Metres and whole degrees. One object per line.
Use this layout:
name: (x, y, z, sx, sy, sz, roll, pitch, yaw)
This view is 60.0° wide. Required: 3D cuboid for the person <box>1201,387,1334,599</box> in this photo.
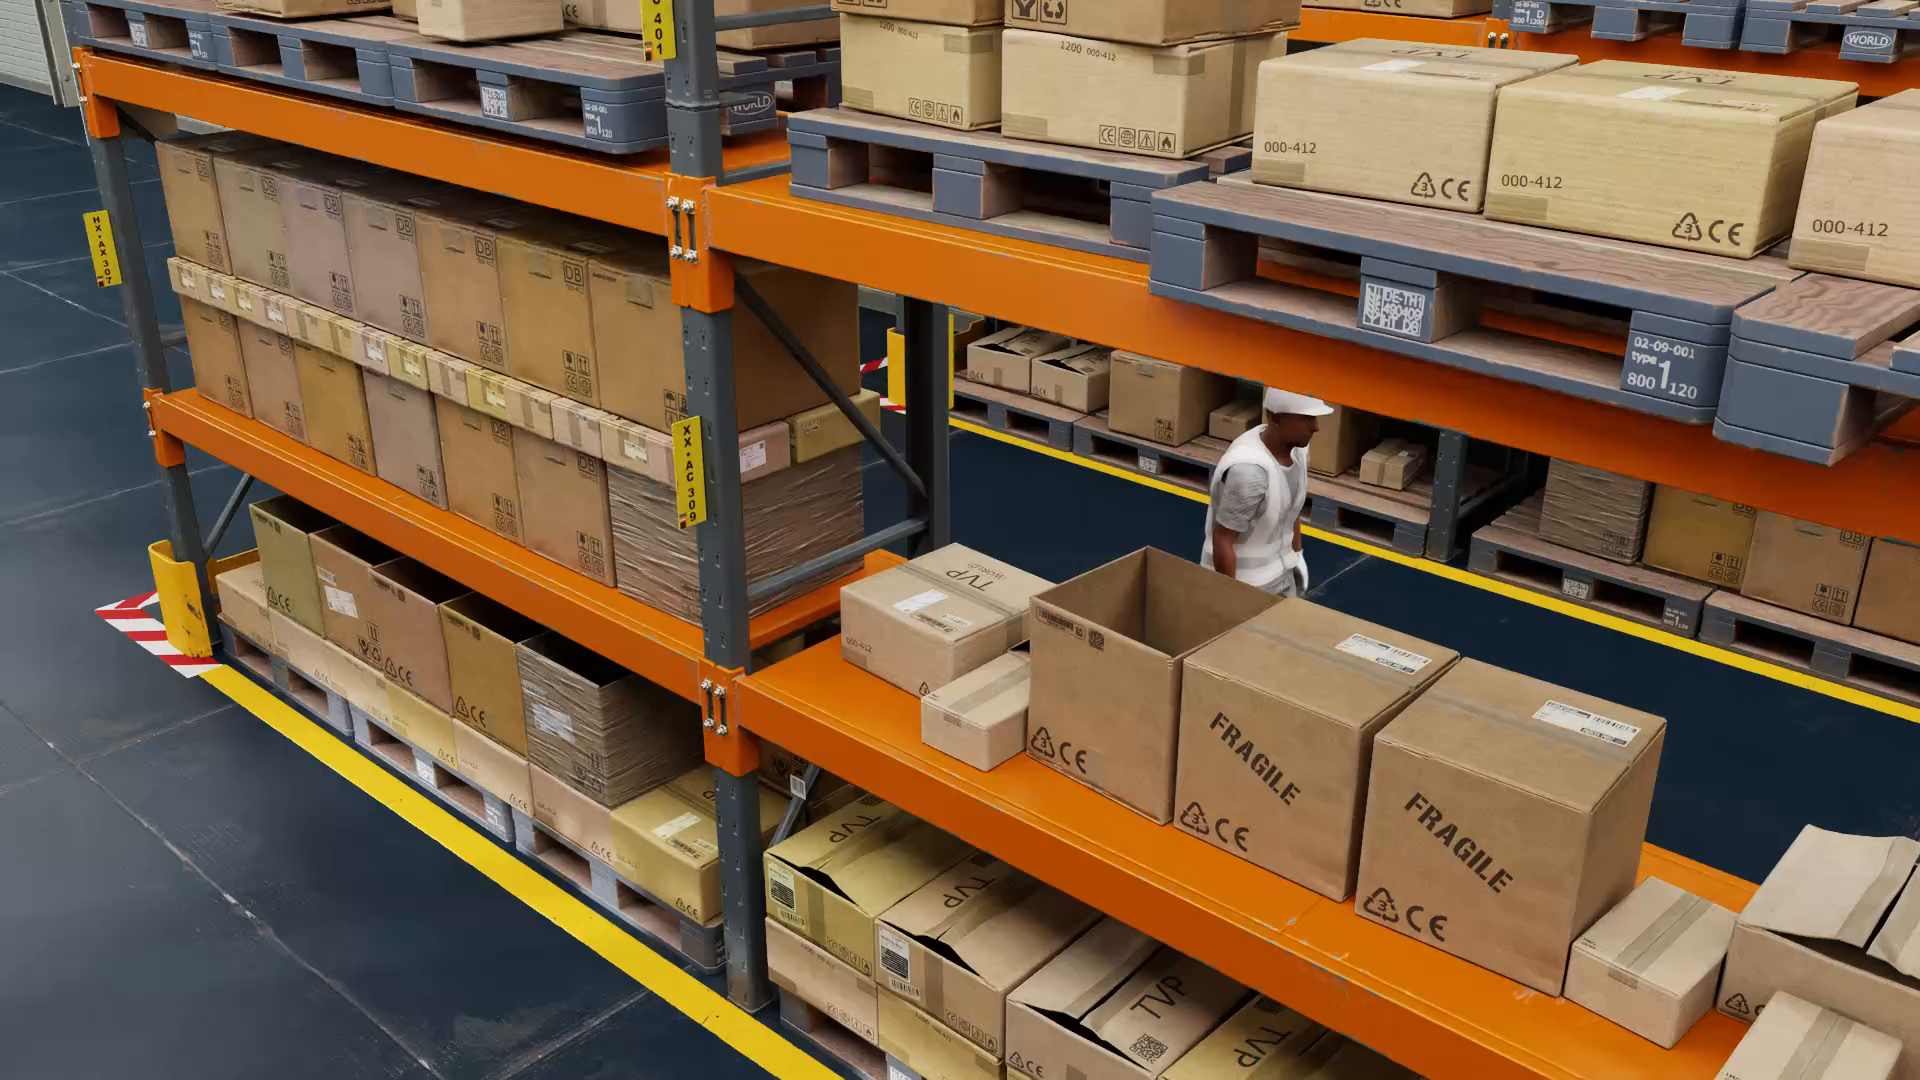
person: (1.213, 0.168, 6.703, 0.444, 1.774, 0.629, 18, 29, 35)
